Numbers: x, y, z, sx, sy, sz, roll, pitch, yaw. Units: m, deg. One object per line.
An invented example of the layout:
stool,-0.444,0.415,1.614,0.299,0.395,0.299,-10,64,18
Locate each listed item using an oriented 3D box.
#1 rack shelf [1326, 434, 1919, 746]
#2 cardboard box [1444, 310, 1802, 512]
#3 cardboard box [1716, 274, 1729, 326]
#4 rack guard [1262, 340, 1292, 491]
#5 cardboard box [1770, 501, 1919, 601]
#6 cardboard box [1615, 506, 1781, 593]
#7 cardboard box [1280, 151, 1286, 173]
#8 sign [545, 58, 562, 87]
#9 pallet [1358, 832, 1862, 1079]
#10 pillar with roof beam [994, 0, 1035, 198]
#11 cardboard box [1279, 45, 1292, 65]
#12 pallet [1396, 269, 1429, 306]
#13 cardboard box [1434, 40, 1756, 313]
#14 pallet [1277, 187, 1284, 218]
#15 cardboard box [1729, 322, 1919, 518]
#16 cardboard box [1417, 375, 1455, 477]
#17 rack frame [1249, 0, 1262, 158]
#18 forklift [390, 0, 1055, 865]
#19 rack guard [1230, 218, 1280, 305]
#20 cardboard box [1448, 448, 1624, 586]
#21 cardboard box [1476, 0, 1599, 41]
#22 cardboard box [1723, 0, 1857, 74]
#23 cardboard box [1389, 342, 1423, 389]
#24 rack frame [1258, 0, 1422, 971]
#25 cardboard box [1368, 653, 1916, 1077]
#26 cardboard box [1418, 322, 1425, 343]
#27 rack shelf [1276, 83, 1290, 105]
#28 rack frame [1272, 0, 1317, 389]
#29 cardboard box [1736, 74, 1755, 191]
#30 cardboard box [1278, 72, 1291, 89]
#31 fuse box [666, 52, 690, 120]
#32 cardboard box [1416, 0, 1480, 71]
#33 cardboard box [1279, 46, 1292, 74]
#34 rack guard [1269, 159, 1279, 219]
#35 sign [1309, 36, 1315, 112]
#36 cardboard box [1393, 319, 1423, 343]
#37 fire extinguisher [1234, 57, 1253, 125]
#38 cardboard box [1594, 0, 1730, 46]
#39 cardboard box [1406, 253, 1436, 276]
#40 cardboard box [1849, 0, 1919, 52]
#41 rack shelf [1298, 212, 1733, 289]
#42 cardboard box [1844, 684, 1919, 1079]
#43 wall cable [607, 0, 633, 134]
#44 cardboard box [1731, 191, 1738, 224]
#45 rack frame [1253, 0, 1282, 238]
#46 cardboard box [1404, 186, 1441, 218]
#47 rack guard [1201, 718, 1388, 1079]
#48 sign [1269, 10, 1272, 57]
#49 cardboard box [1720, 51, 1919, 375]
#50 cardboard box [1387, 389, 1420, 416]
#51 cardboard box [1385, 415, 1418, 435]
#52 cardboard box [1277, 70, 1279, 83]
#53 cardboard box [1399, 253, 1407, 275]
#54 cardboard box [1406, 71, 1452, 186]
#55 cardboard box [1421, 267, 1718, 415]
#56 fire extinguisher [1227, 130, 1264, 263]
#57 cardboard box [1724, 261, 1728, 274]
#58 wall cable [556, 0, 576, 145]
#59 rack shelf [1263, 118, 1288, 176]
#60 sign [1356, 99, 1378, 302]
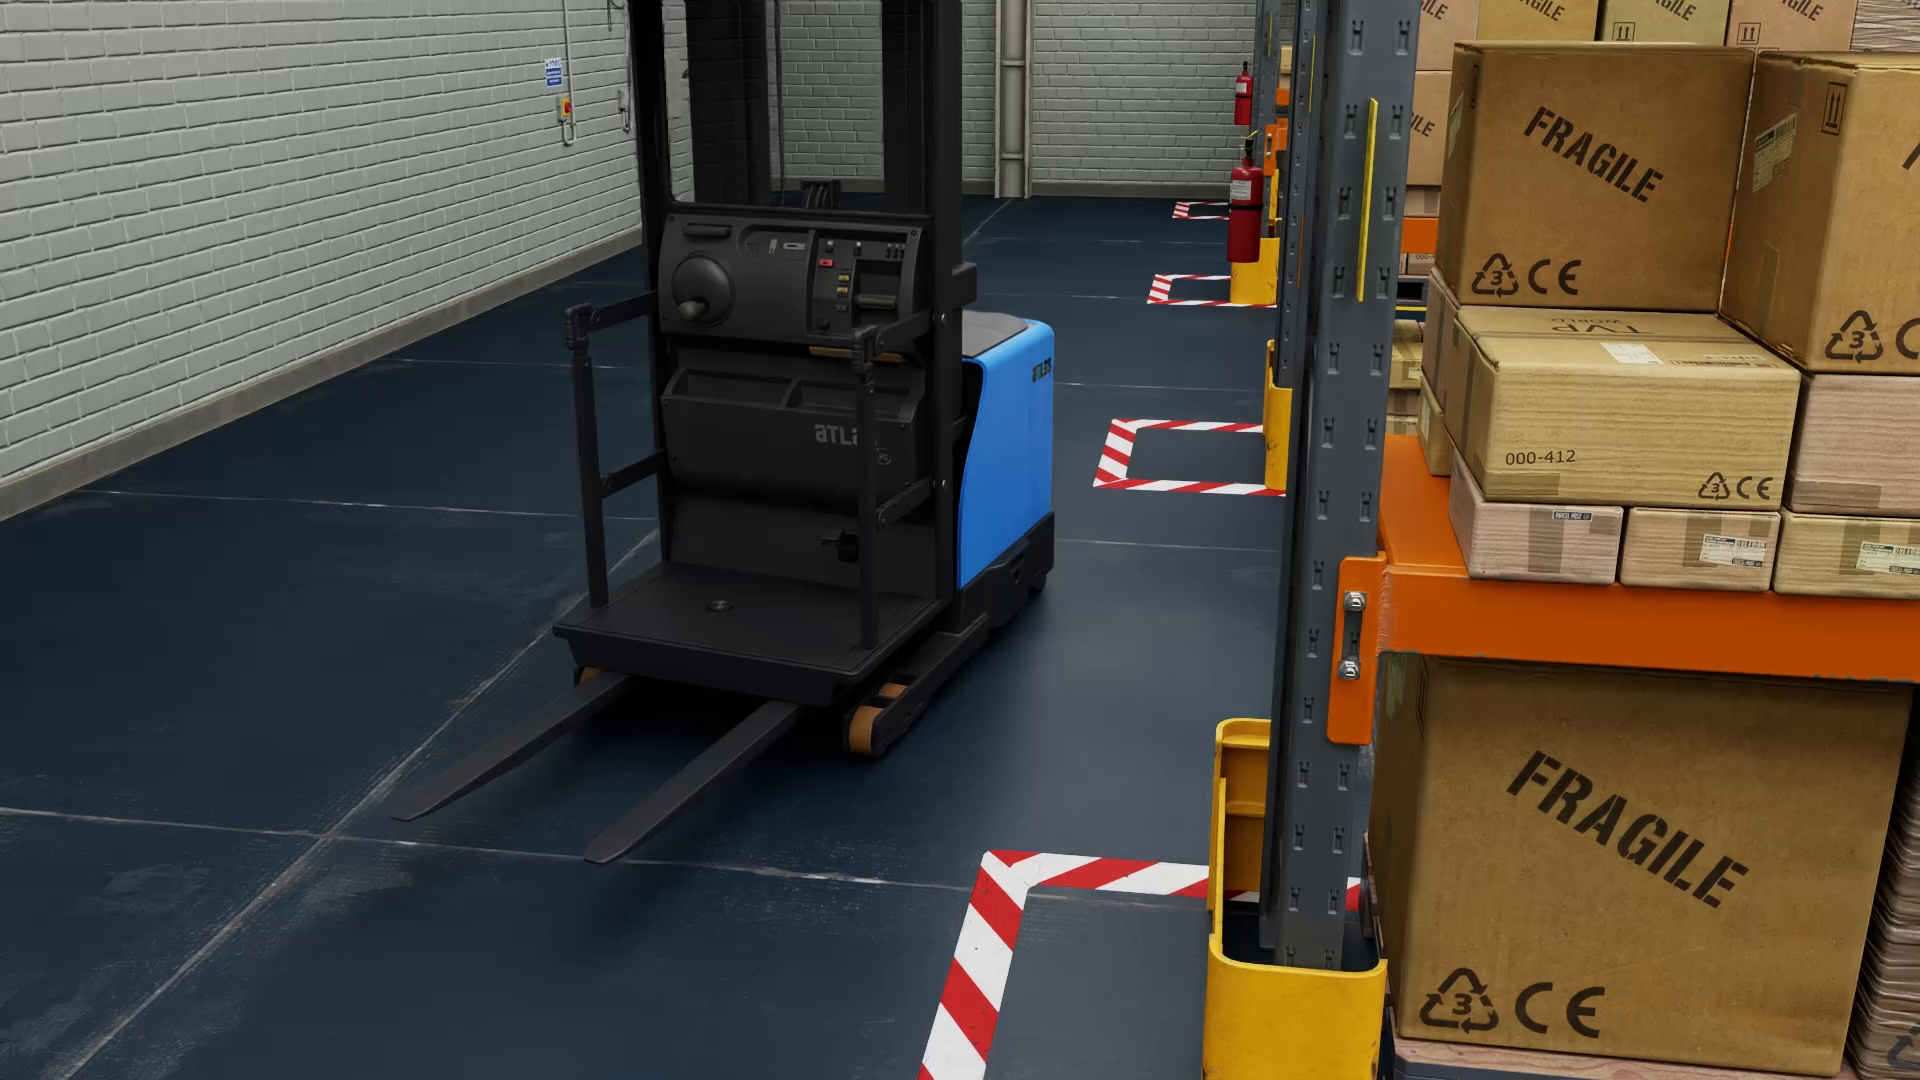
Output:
rack shelf,2.749,0.149,3.266,4.000,0.370,1.077,3,19,9
cardboard box,1.205,-0.254,3.104,0.500,0.250,0.500,2,19,7
cardboard box,1.795,-0.396,3.528,0.500,0.250,0.500,3,19,8
rack guard,1.736,-0.653,8.466,0.348,0.500,1.175,3,19,9
cardboard box,1.579,-0.028,3.054,0.250,0.149,0.380,2,19,7
cardboard box,1.326,-0.040,3.092,0.250,0.149,0.380,3,19,8
cardboard box,3.718,-3.908,17.528,0.637,0.503,0.797,2,19,6
sign,-3.293,-3.791,13.479,0.001,0.218,0.327,3,19,9
pallet,1.576,1.045,3.848,1.213,0.211,1.003,3,19,9
pillar with roof beam,-0.072,-6.868,13.646,0.400,9.000,9.100,3,19,9
cardboard box,3.626,-5.083,17.535,0.500,0.250,0.500,3,19,10
pallet,3.148,-2.060,13.127,1.213,0.211,1.003,3,19,9
cardboard box,1.297,-0.777,3.483,0.500,0.500,0.500,3,19,9
pallet,3.992,-3.587,17.691,1.213,0.211,1.003,3,19,9
cardboard box,1.719,-0.230,3.032,0.500,0.250,0.500,3,19,8
cardboard box,1.178,-0.259,3.747,0.250,0.149,0.380,3,19,10
rack frame,3.130,-4.953,17.379,0.127,3.000,1.000,3,19,9
forklift,-0.640,-0.852,5.230,1.130,2.935,3.031,7,20,21
rack guard,2.322,-2.214,13.131,0.348,0.500,1.175,3,19,9
cardboard box,1.072,-0.053,3.130,0.250,0.149,0.380,3,19,9
cardboard box,2.561,-2.376,7.473,0.500,0.500,0.500,3,19,10
cardboard box,3.575,-2.318,7.301,0.500,0.500,0.500,2,19,7
cardboard box,2.124,-0.839,7.976,0.250,0.149,0.380,2,19,6
rack frame,0.774,-0.293,3.452,0.127,3.000,1.000,3,19,9
cardboard box,1.419,0.522,3.701,0.875,0.875,0.875,3,19,9
cardboard box,2.462,-0.994,8.439,0.250,0.149,0.380,3,19,10
rack shelf,5.104,-4.511,17.193,4.000,0.370,1.077,3,19,9
rack frame,1.661,-1.842,8.081,0.127,3.000,1.000,3,19,9
cardboard box,3.578,-1.850,7.479,0.500,0.500,0.500,2,19,7
cardboard box,3.411,-4.732,17.113,0.250,0.149,0.380,3,19,8
fuse box,-2.748,-3.714,15.707,0.414,1.711,0.539,3,19,9
cardboard box,2.062,-2.399,7.543,0.500,0.500,0.500,3,19,8
cardboard box,3.535,-4.916,17.035,0.500,0.250,0.500,3,19,9
rack guard,3.205,-3.764,17.765,0.348,0.500,1.175,3,19,9
sign,1.575,-2.083,7.436,0.005,0.325,0.100,3,19,9
cardboard box,2.223,-1.024,8.530,0.250,0.149,0.380,3,19,9
fire extinguisher,2.911,-4.602,17.040,0.183,0.674,0.296,3,19,9
cardboard box,3.071,-2.342,7.374,0.500,0.500,0.500,2,19,7
cardboard box,3.918,-2.337,12.936,0.875,0.438,0.875,3,19,10
cardboard box,4.089,-2.297,7.238,0.500,0.500,0.500,3,19,10
rack shelf,3.635,-1.400,7.894,4.000,0.370,1.077,3,19,9
cardboard box,2.317,0.568,3.565,0.875,0.875,0.875,3,19,9
wall cable,-3.012,-4.601,14.726,0.122,1.984,0.588,3,19,9
cardboard box,3.477,-1.541,7.578,0.250,0.149,0.380,4,19,11
rack frame,2.346,-3.398,12.731,0.127,3.000,1.000,3,19,9
cardboard box,2.186,-1.604,7.766,0.250,0.149,0.380,4,19,11
rack guard,0.750,0.891,3.853,0.348,0.500,1.175,3,19,9
sign,2.252,-3.672,12.063,0.005,0.325,0.100,3,19,9
cardboard box,1.699,-0.585,2.910,0.500,0.500,0.500,2,19,7
cardboard box,2.137,-0.724,8.101,0.250,0.149,0.380,4,19,11
cardboard box,2.127,-0.563,8.088,0.250,0.149,0.380,3,19,10
cardboard box,3.499,-4.901,17.621,0.250,0.149,0.380,3,19,8
cardboard box,3.013,-2.380,13.065,0.875,0.438,0.875,2,19,7
cardboard box,2.060,-1.921,7.692,0.500,0.500,0.500,4,19,11
cardboard box,1.295,-0.422,3.604,0.500,0.250,0.500,3,19,8
fire extinguisher,1.485,-1.786,8.623,0.183,0.674,0.296,3,19,9
cardboard box,5.692,-2.246,12.664,0.875,0.438,0.875,3,19,8
wall cable,-3.225,-4.171,13.391,0.123,1.953,0.585,3,19,9
rack shelf,4.321,-2.956,12.544,4.000,0.370,1.077,3,19,9
sign,0.680,-0.568,2.784,0.005,0.325,0.100,3,19,9
